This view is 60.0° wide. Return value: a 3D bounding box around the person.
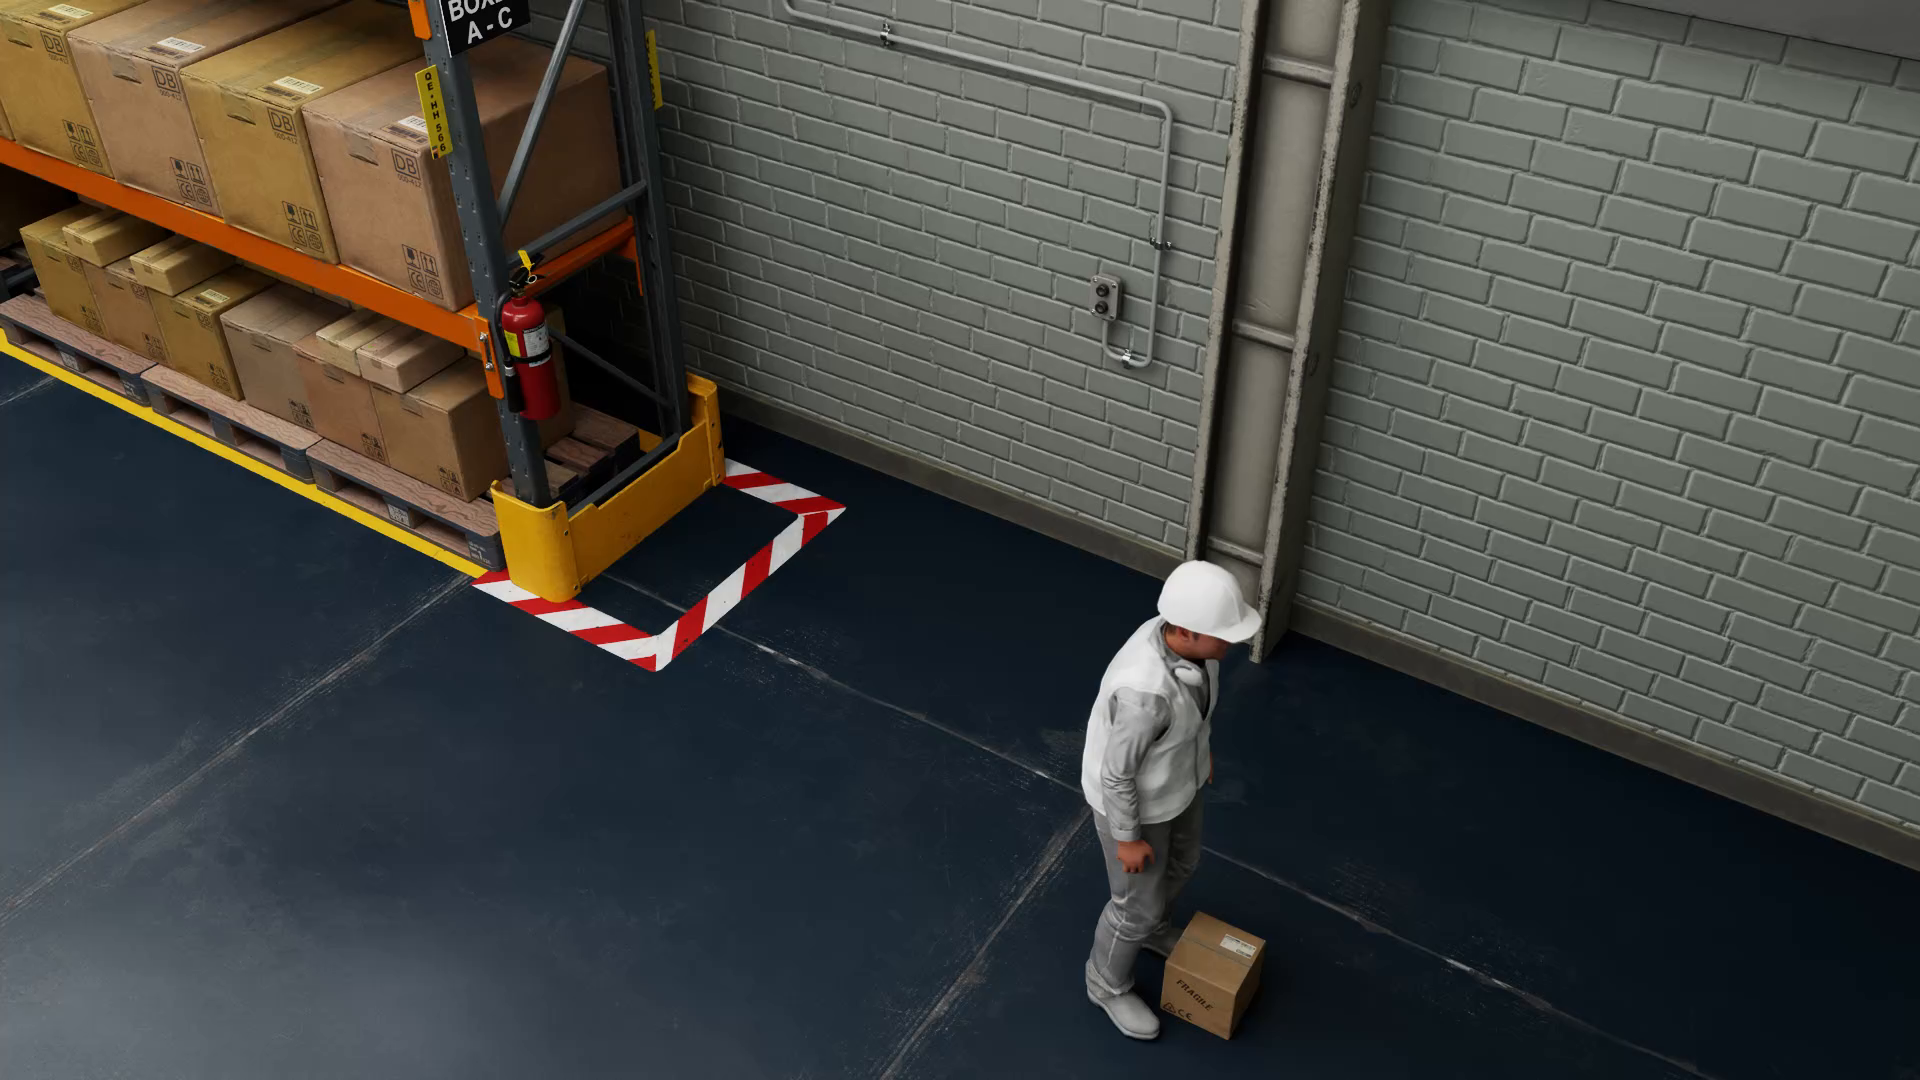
[{"bbox_3d":[0.620,0.767,5.155,0.464,1.771,0.581,21,43,25],"label":"person"}]
